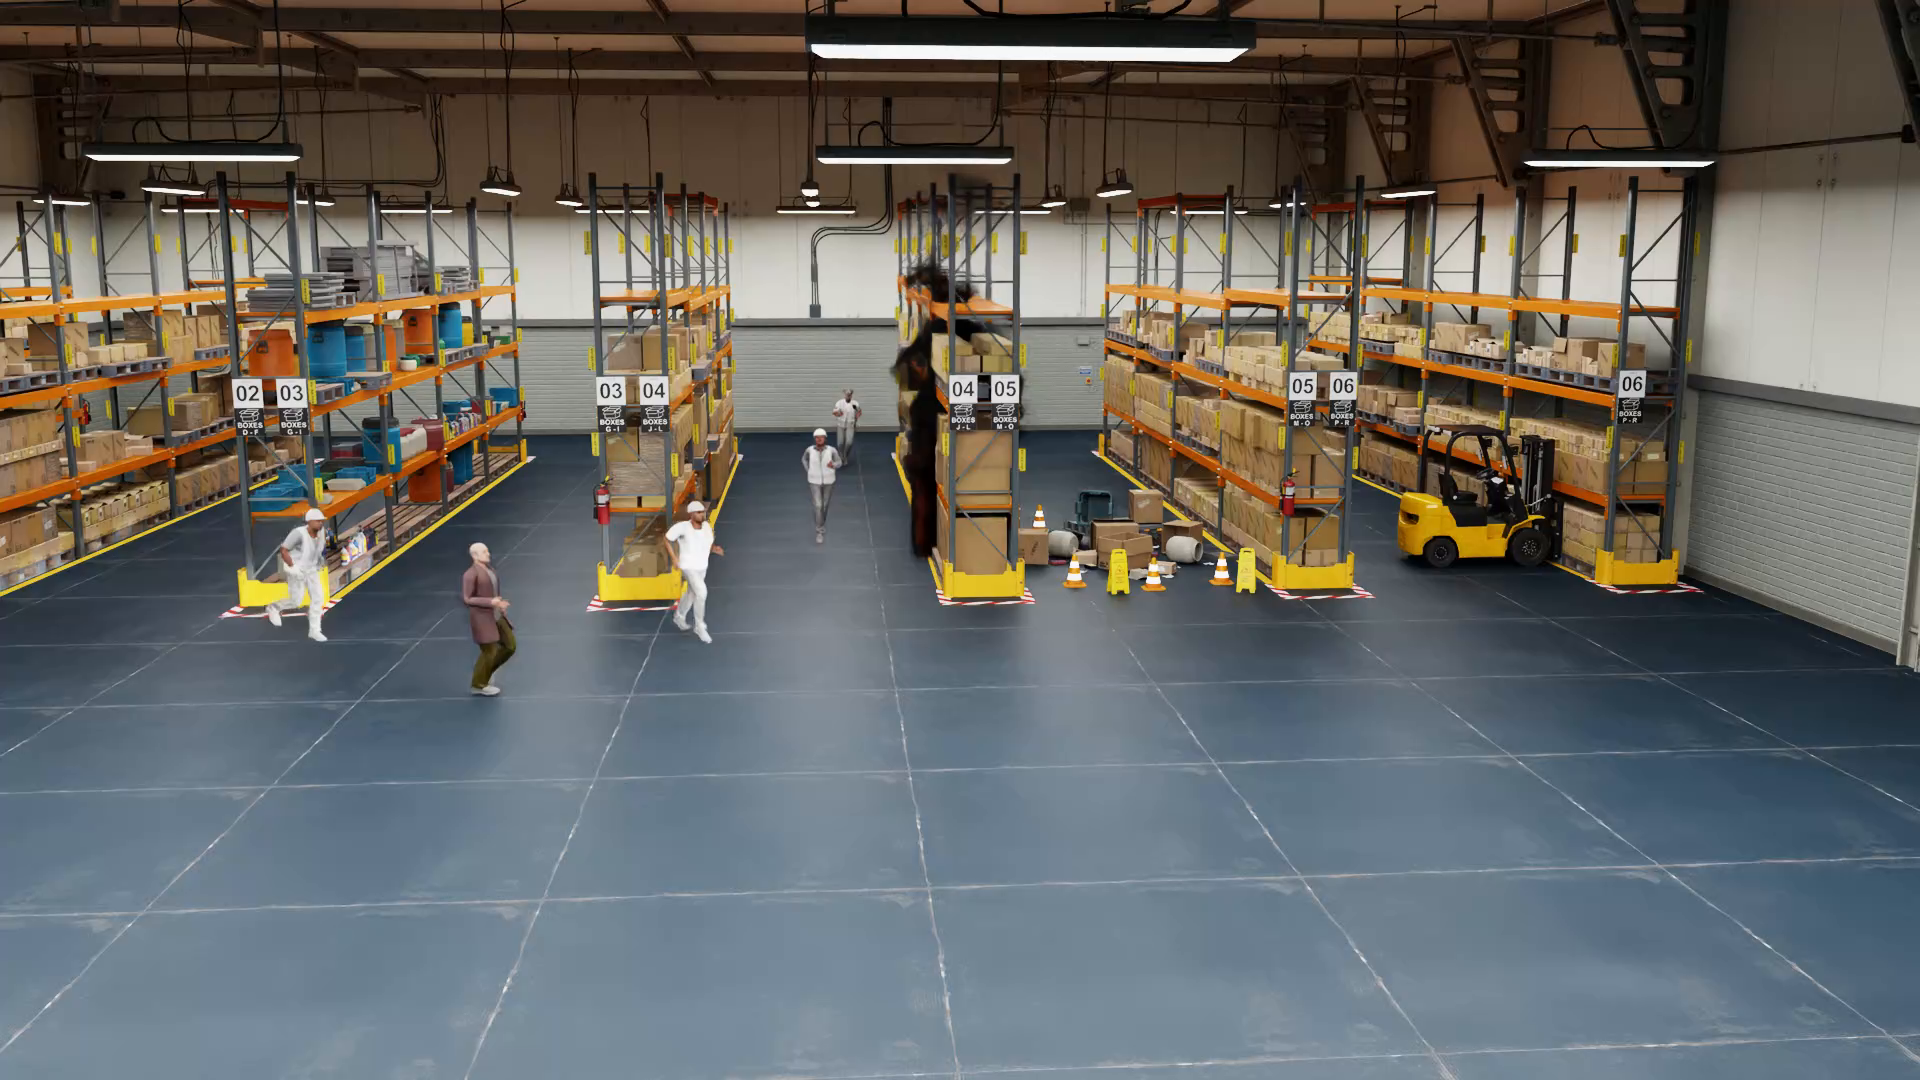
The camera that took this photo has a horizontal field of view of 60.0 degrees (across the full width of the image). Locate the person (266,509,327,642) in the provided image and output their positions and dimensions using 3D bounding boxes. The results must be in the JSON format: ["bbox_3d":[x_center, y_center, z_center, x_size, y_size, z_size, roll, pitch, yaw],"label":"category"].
[{"bbox_3d":[-8.550,0.430,21.460,1.000,1.725,0.694,3,10,16],"label":"person"}]

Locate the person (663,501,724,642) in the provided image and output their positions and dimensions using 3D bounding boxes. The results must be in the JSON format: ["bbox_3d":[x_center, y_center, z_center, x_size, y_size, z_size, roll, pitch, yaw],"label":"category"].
[{"bbox_3d":[-3.436,0.382,21.454,0.872,1.809,0.618,7,12,34],"label":"person"}]

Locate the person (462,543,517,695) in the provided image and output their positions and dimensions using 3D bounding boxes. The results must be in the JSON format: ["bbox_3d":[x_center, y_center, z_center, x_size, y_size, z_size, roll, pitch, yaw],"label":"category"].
[{"bbox_3d":[-5.243,0.885,18.629,0.630,1.733,0.698,3,10,16],"label":"person"}]

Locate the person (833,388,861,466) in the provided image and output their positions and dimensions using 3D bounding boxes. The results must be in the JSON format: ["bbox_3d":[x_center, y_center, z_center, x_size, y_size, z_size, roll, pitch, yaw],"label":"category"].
[{"bbox_3d":[-2.607,-2.592,38.427,0.658,1.843,0.745,0,10,-2],"label":"person"}]

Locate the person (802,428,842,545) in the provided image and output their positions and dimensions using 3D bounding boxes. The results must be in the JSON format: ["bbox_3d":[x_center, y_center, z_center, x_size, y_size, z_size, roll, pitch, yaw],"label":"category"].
[{"bbox_3d":[-2.231,-0.902,27.079,0.633,1.849,0.771,-2,10,-11],"label":"person"}]
